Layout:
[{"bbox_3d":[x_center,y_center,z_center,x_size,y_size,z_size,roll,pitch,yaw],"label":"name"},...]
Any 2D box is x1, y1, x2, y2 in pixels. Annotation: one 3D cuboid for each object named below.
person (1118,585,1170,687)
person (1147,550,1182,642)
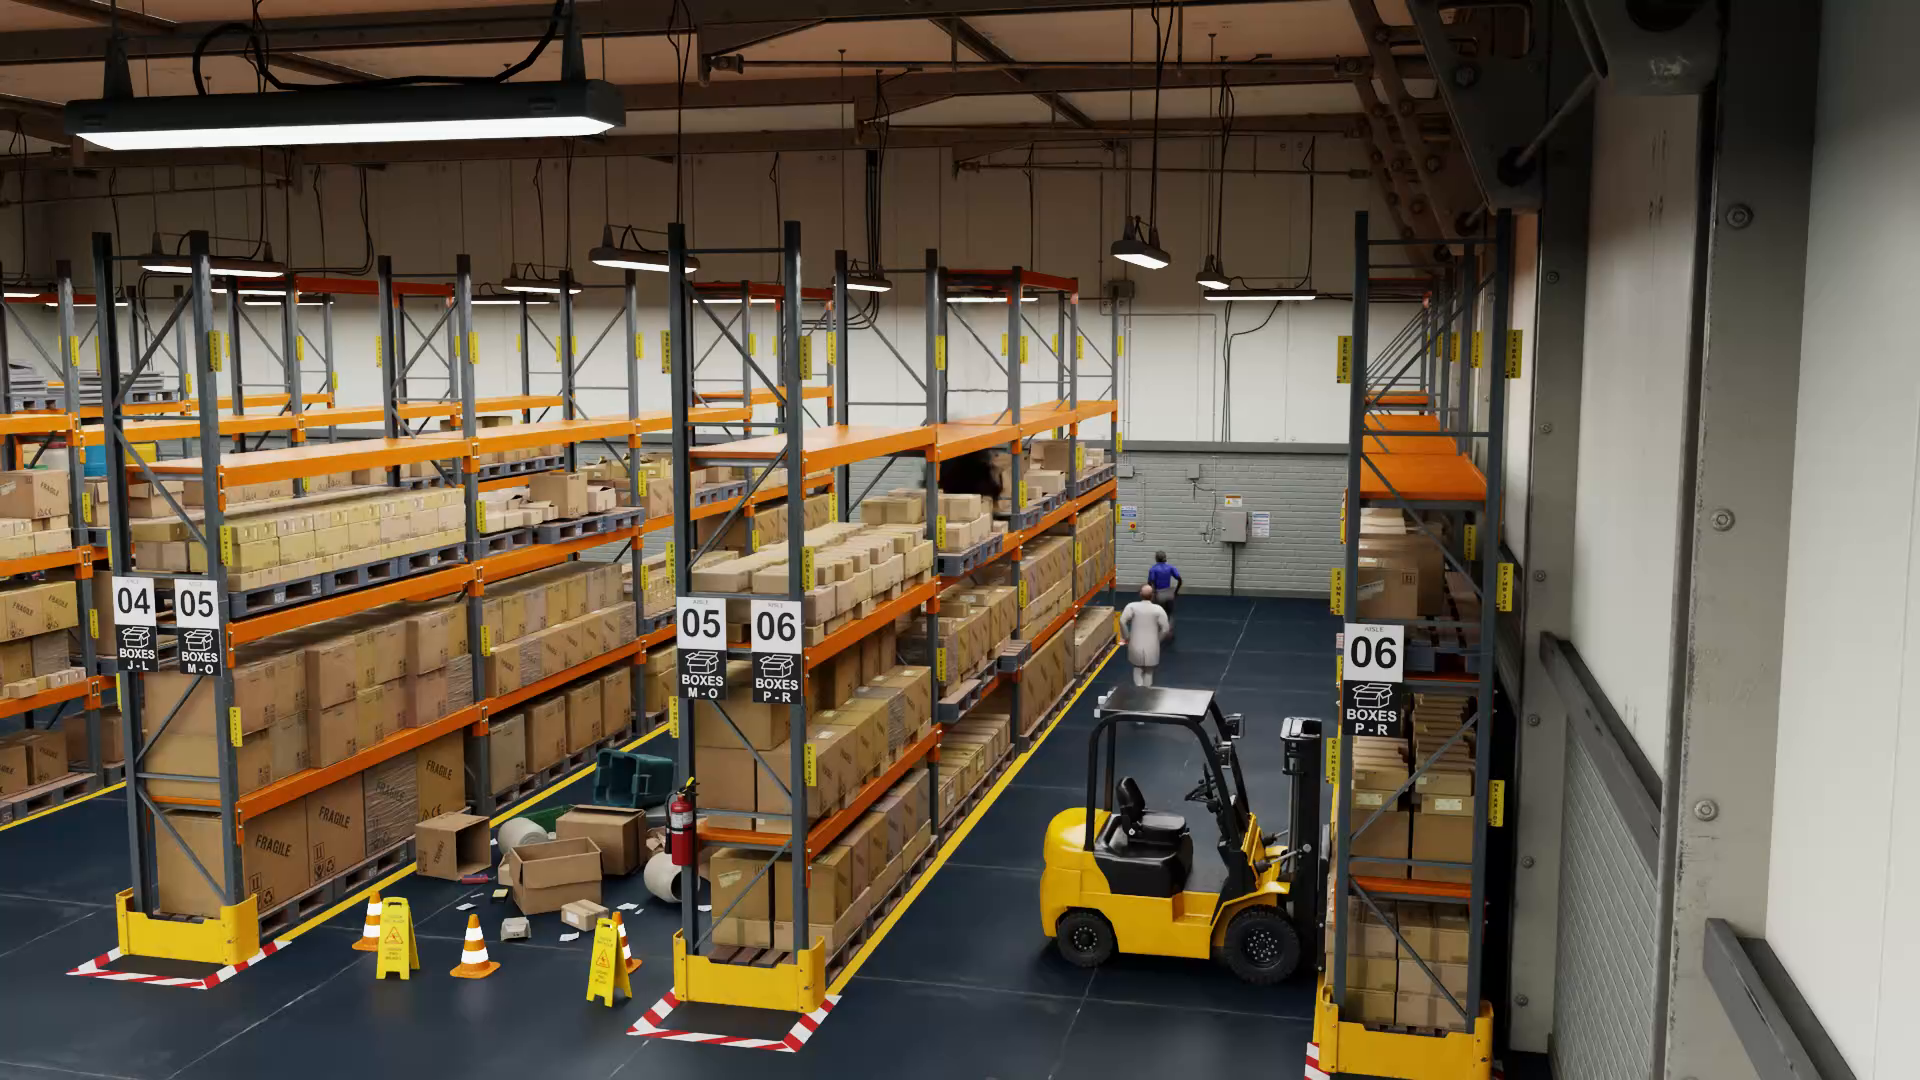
[{"bbox_3d":[2.575,1.484,23.201,0.707,1.739,0.566,1,7,11],"label":"person"},{"bbox_3d":[3.438,1.027,28.070,0.621,1.512,0.524,-1,7,-12],"label":"person"}]
